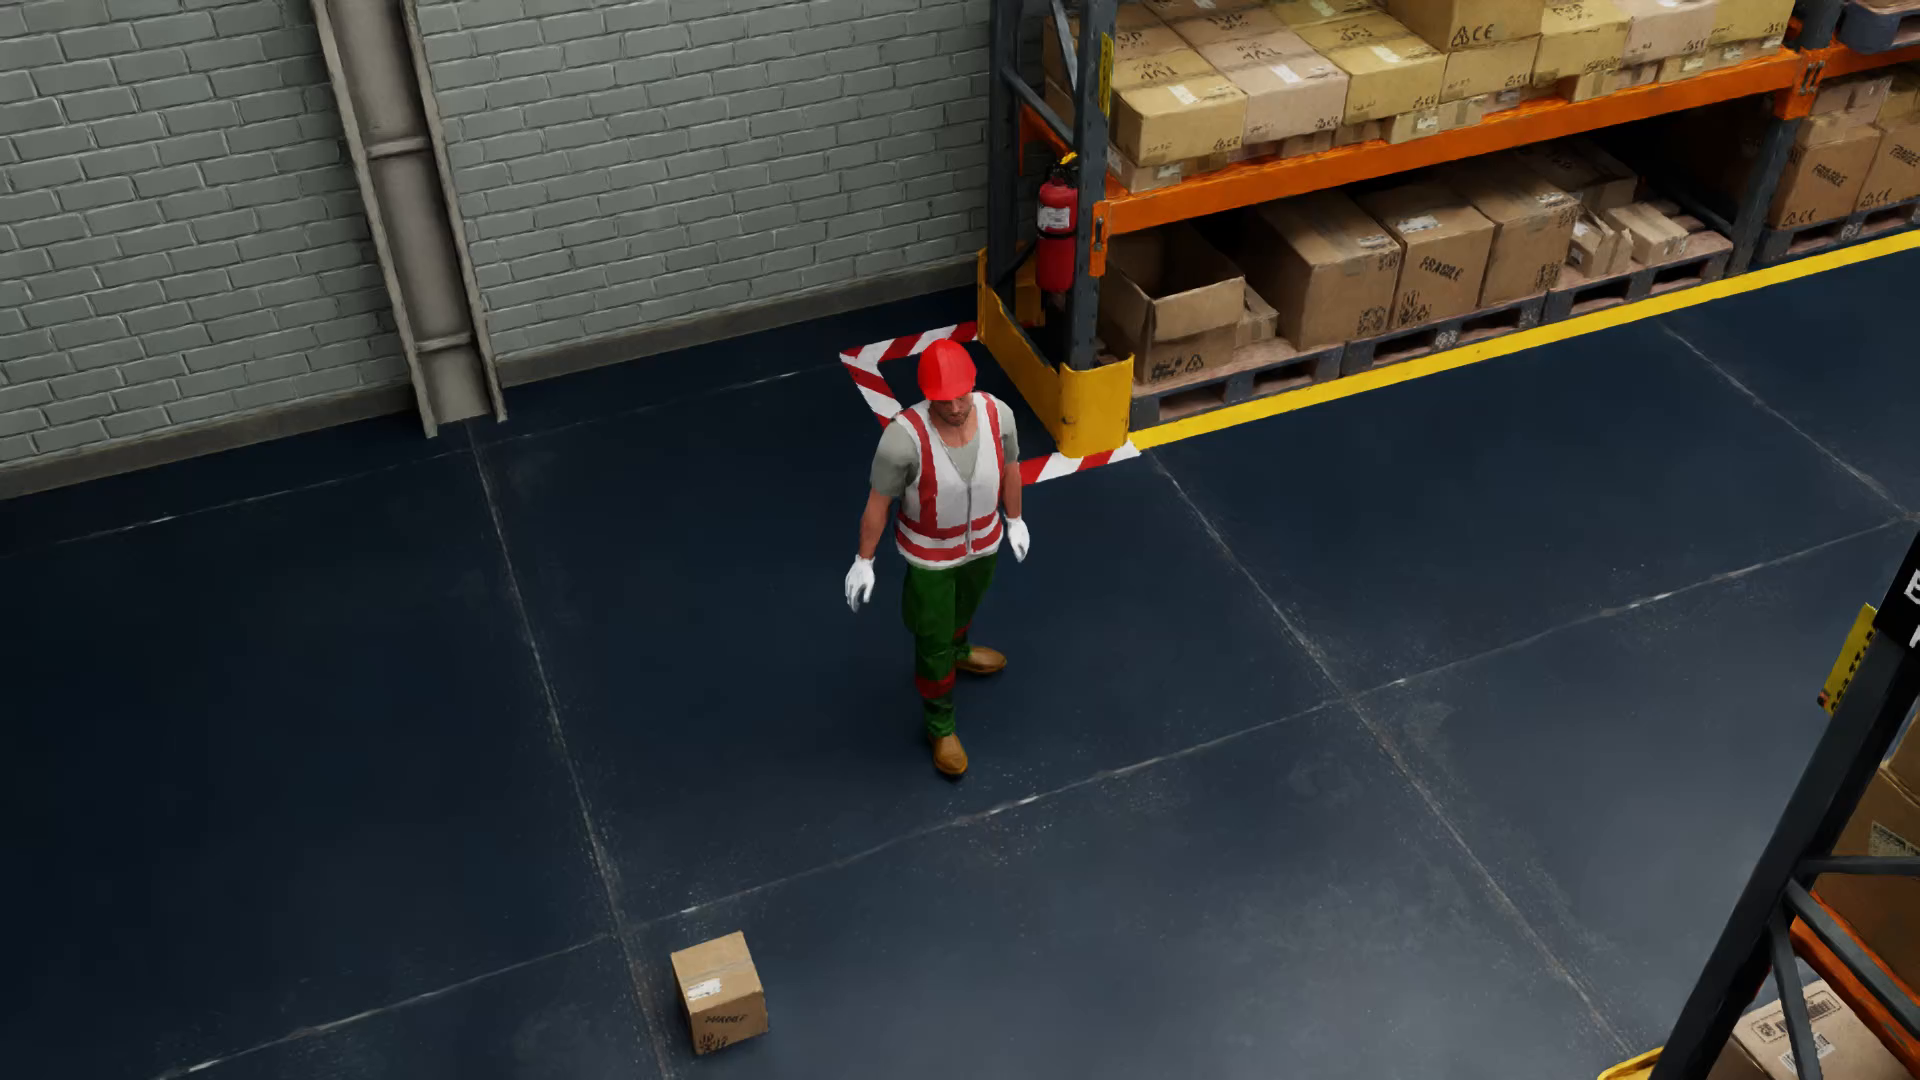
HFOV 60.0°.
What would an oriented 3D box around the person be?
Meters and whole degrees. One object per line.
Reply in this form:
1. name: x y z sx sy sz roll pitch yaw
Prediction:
1. person: -0.067 0.052 6.077 0.754 1.791 0.629 -22 46 -23
